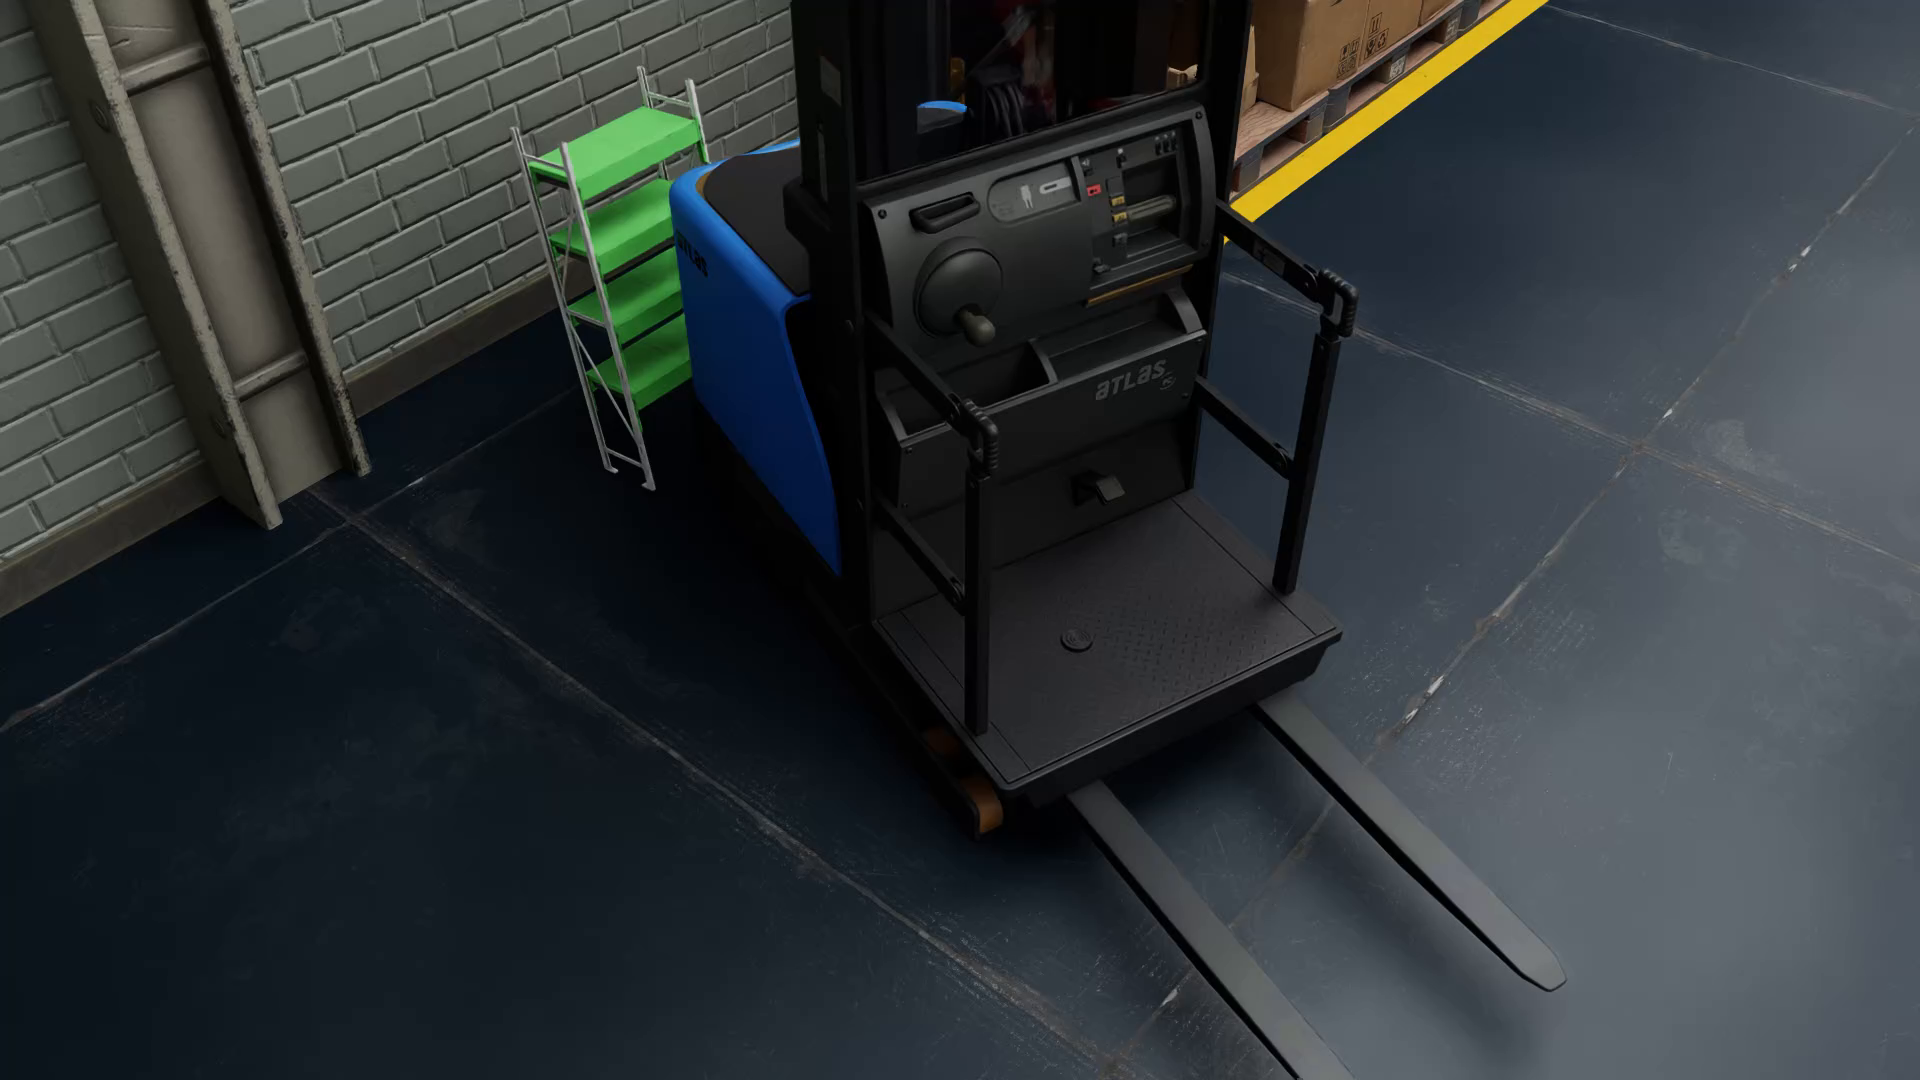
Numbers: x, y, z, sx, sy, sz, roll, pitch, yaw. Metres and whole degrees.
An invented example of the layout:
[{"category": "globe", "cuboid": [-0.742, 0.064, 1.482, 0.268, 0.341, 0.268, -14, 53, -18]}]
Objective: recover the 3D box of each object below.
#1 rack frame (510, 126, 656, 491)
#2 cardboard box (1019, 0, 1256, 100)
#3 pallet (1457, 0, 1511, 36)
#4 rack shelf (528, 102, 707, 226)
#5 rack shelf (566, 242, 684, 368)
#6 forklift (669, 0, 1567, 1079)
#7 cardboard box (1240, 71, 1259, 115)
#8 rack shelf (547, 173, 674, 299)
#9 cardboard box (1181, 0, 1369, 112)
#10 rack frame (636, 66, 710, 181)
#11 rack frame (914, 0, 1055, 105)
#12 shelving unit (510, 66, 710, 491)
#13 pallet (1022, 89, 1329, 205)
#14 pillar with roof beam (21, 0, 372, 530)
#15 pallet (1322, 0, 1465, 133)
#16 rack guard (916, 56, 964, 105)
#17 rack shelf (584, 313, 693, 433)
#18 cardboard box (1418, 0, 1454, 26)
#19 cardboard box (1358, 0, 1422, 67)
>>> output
[{"category": "rack frame", "cuboid": [-1.139, -0.674, 5.079, 0.240, 1.200, 0.015, 23, 47, 34]}, {"category": "cardboard box", "cuboid": [0.704, -1.811, 6.556, 0.797, 0.503, 0.637, 28, 49, 27]}, {"category": "pallet", "cuboid": [2.369, -2.980, 8.371, 1.003, 0.211, 1.213, 29, 50, 28]}, {"category": "rack shelf", "cuboid": [-1.025, -1.129, 4.967, 0.258, 0.148, 0.480, 23, 47, 34]}, {"category": "rack shelf", "cuboid": [-0.978, -0.750, 5.258, 0.258, 0.148, 0.480, 23, 47, 34]}, {"category": "forklift", "cuboid": [0.327, -0.668, 3.806, 1.130, 2.935, 3.031, -22, 47, -22]}, {"category": "cardboard box", "cuboid": [1.007, -1.882, 6.897, 0.380, 0.149, 0.250, 28, 49, 27]}, {"category": "rack shelf", "cuboid": [-1.002, -0.940, 5.112, 0.258, 0.148, 0.480, 23, 47, 34]}, {"category": "cardboard box", "cuboid": [1.283, -2.234, 7.023, 0.700, 0.500, 0.500, 32, 51, 30]}, {"category": "rack frame", "cuboid": [-0.829, -0.927, 5.359, 0.240, 1.200, 0.015, 23, 47, 34]}, {"category": "rack frame", "cuboid": [0.237, -2.306, 5.556, 1.000, 3.000, 0.127, 29, 50, 28]}, {"category": "shelving unit", "cuboid": [-0.984, -0.801, 5.219, 0.258, 1.200, 0.503, 23, 47, 34]}, {"category": "pallet", "cuboid": [0.799, -1.724, 6.989, 1.003, 0.211, 1.213, 29, 50, 28]}, {"category": "pillar with roof beam", "cuboid": [1.107, -1.663, 0.390, 9.100, 9.000, 0.400, 29, 50, 28]}, {"category": "pallet", "cuboid": [1.584, -2.349, 7.677, 1.003, 0.211, 1.213, 29, 50, 28]}, {"category": "rack guard", "cuboid": [0.286, -1.420, 6.440, 1.175, 0.500, 0.348, 29, 50, 28]}, {"category": "rack shelf", "cuboid": [-0.954, -0.561, 5.403, 0.258, 0.148, 0.480, 23, 47, 34]}, {"category": "cardboard box", "cuboid": [1.952, -2.768, 7.611, 0.700, 0.500, 0.500, 28, 49, 27]}, {"category": "cardboard box", "cuboid": [1.700, -2.462, 7.274, 0.500, 0.500, 0.500, 30, 50, 29]}]
